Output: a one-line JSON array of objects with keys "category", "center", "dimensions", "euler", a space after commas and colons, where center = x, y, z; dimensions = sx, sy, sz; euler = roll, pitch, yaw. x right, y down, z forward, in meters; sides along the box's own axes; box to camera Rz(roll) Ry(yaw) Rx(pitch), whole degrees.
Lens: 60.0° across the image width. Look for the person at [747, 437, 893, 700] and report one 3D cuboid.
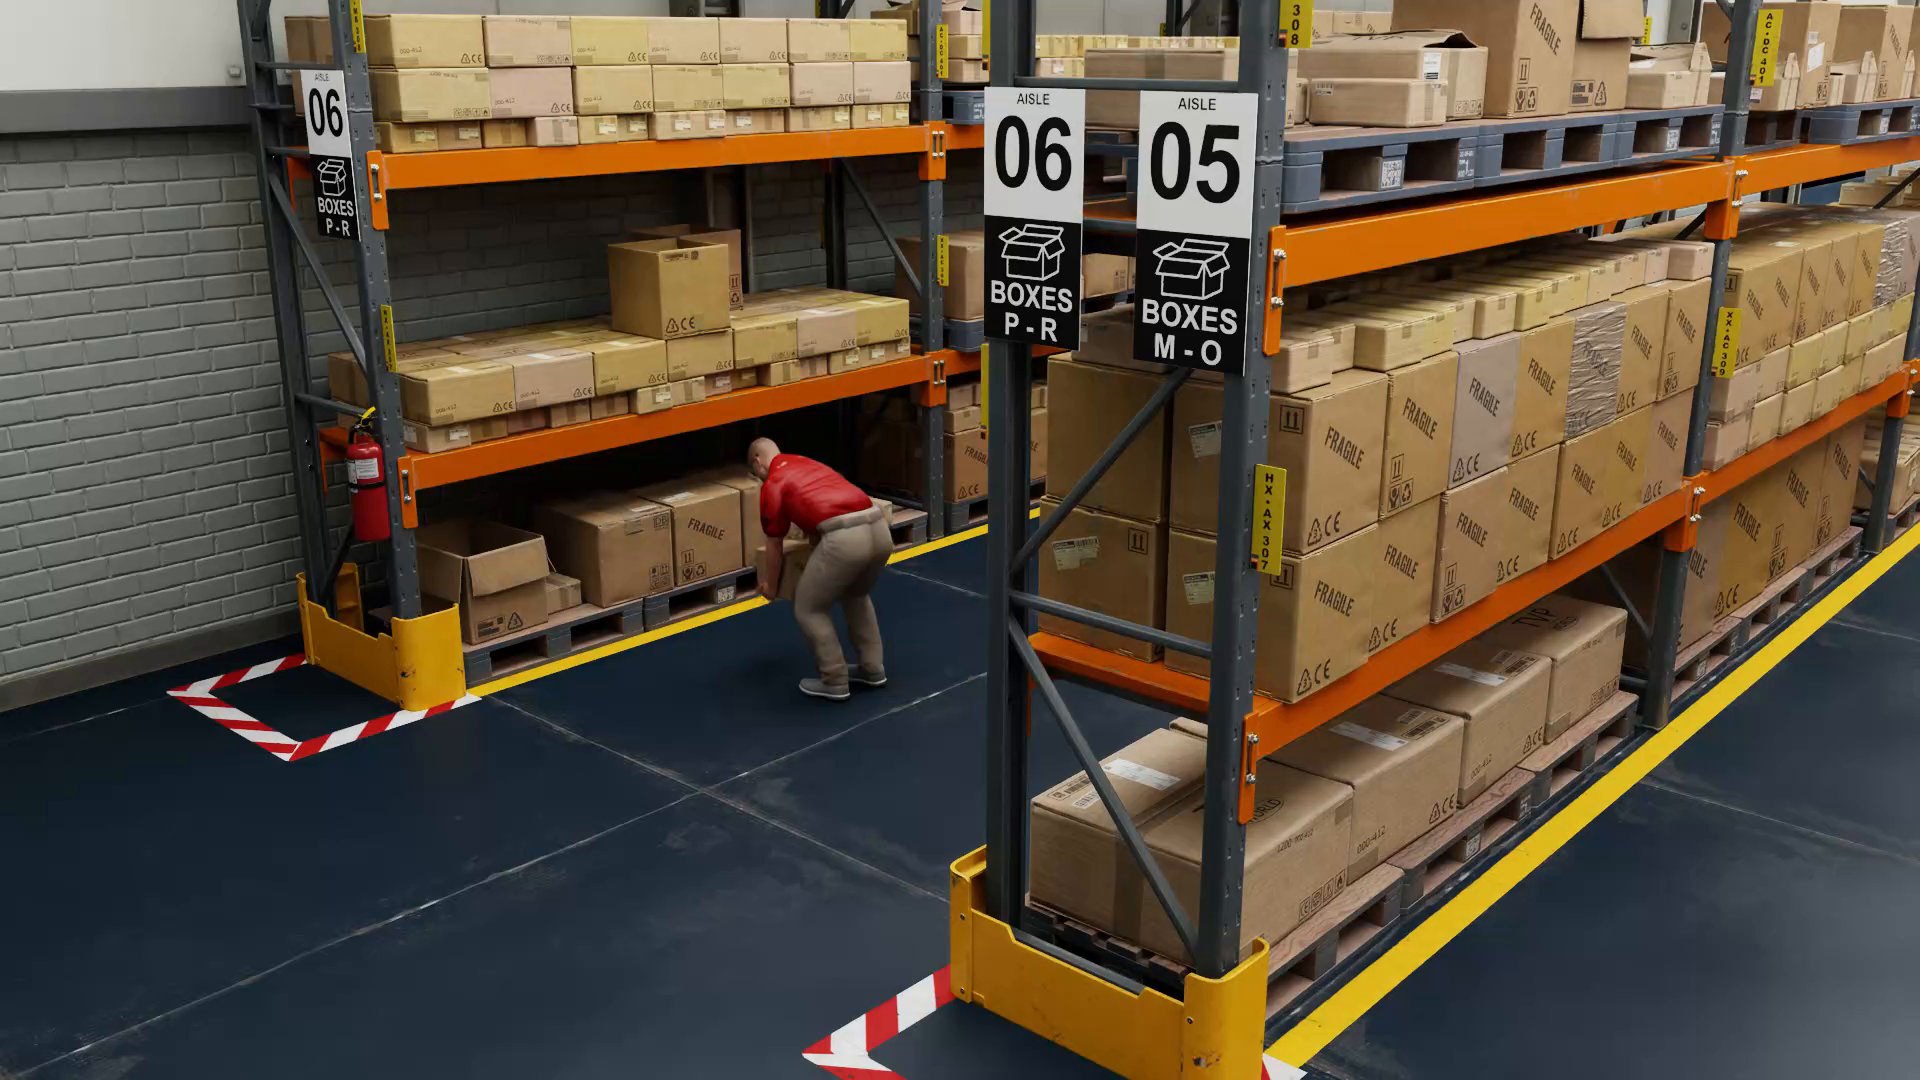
[{"category": "person", "center": [-0.771, 0.137, 8.863], "dimensions": [0.898, 1.302, 0.495], "euler": [13, 21, 38]}]
